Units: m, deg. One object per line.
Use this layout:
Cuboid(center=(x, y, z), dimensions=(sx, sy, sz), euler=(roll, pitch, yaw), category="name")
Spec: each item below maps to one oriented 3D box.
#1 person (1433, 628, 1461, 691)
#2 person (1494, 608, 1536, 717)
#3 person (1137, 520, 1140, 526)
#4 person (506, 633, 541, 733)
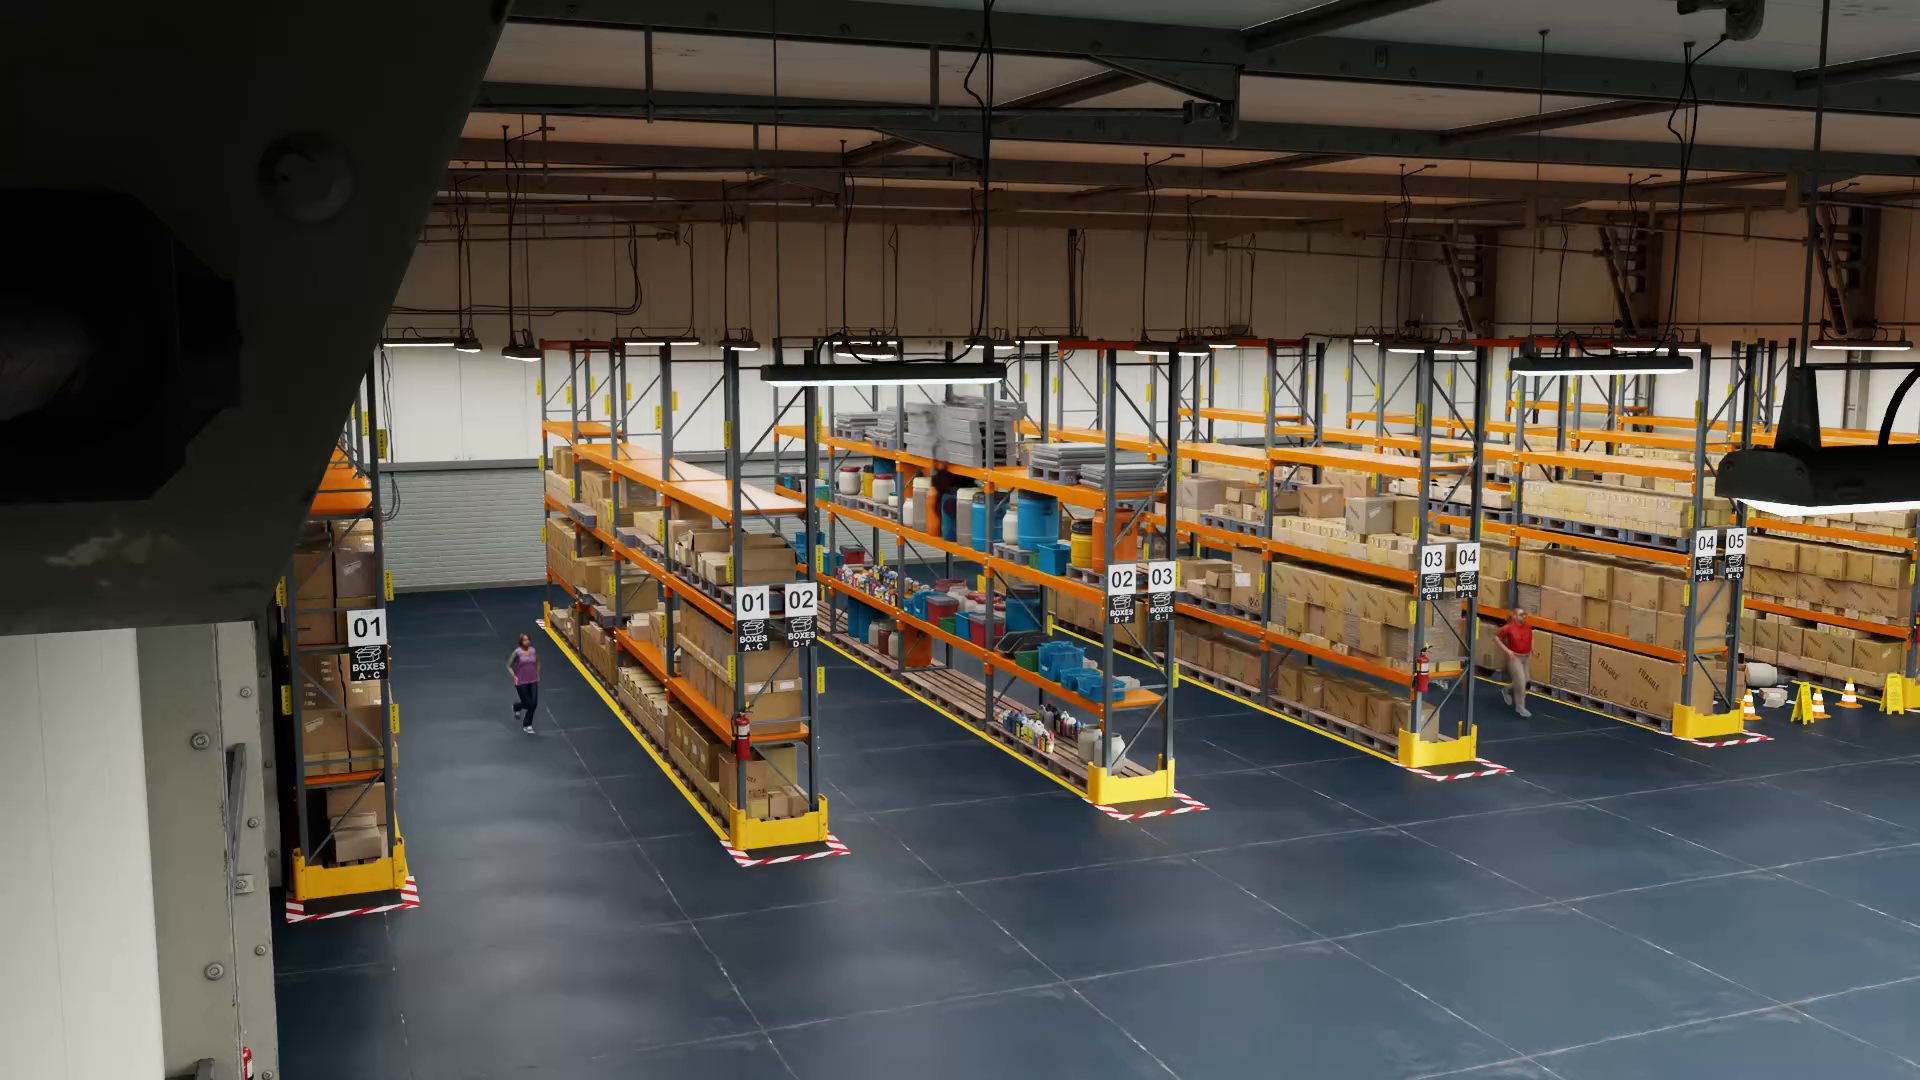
Cuboid(center=(8.421, 1.809, 28.863), dimensions=(0.529, 1.646, 0.620), euler=(-4, 9, -31), category="person")
Cuboid(center=(9.072, 1.962, 27.155), dimensions=(0.670, 1.726, 0.789), euler=(-4, 8, -26), category="person")
Cuboid(center=(4.206, 0.257, 40.665), dimensions=(0.776, 1.594, 0.609), euler=(-5, 9, -35), category="person")
Cuboid(center=(-6.765, 2.213, 25.869), dimensions=(0.538, 1.557, 0.549), euler=(-6, 9, -37), category="person")
